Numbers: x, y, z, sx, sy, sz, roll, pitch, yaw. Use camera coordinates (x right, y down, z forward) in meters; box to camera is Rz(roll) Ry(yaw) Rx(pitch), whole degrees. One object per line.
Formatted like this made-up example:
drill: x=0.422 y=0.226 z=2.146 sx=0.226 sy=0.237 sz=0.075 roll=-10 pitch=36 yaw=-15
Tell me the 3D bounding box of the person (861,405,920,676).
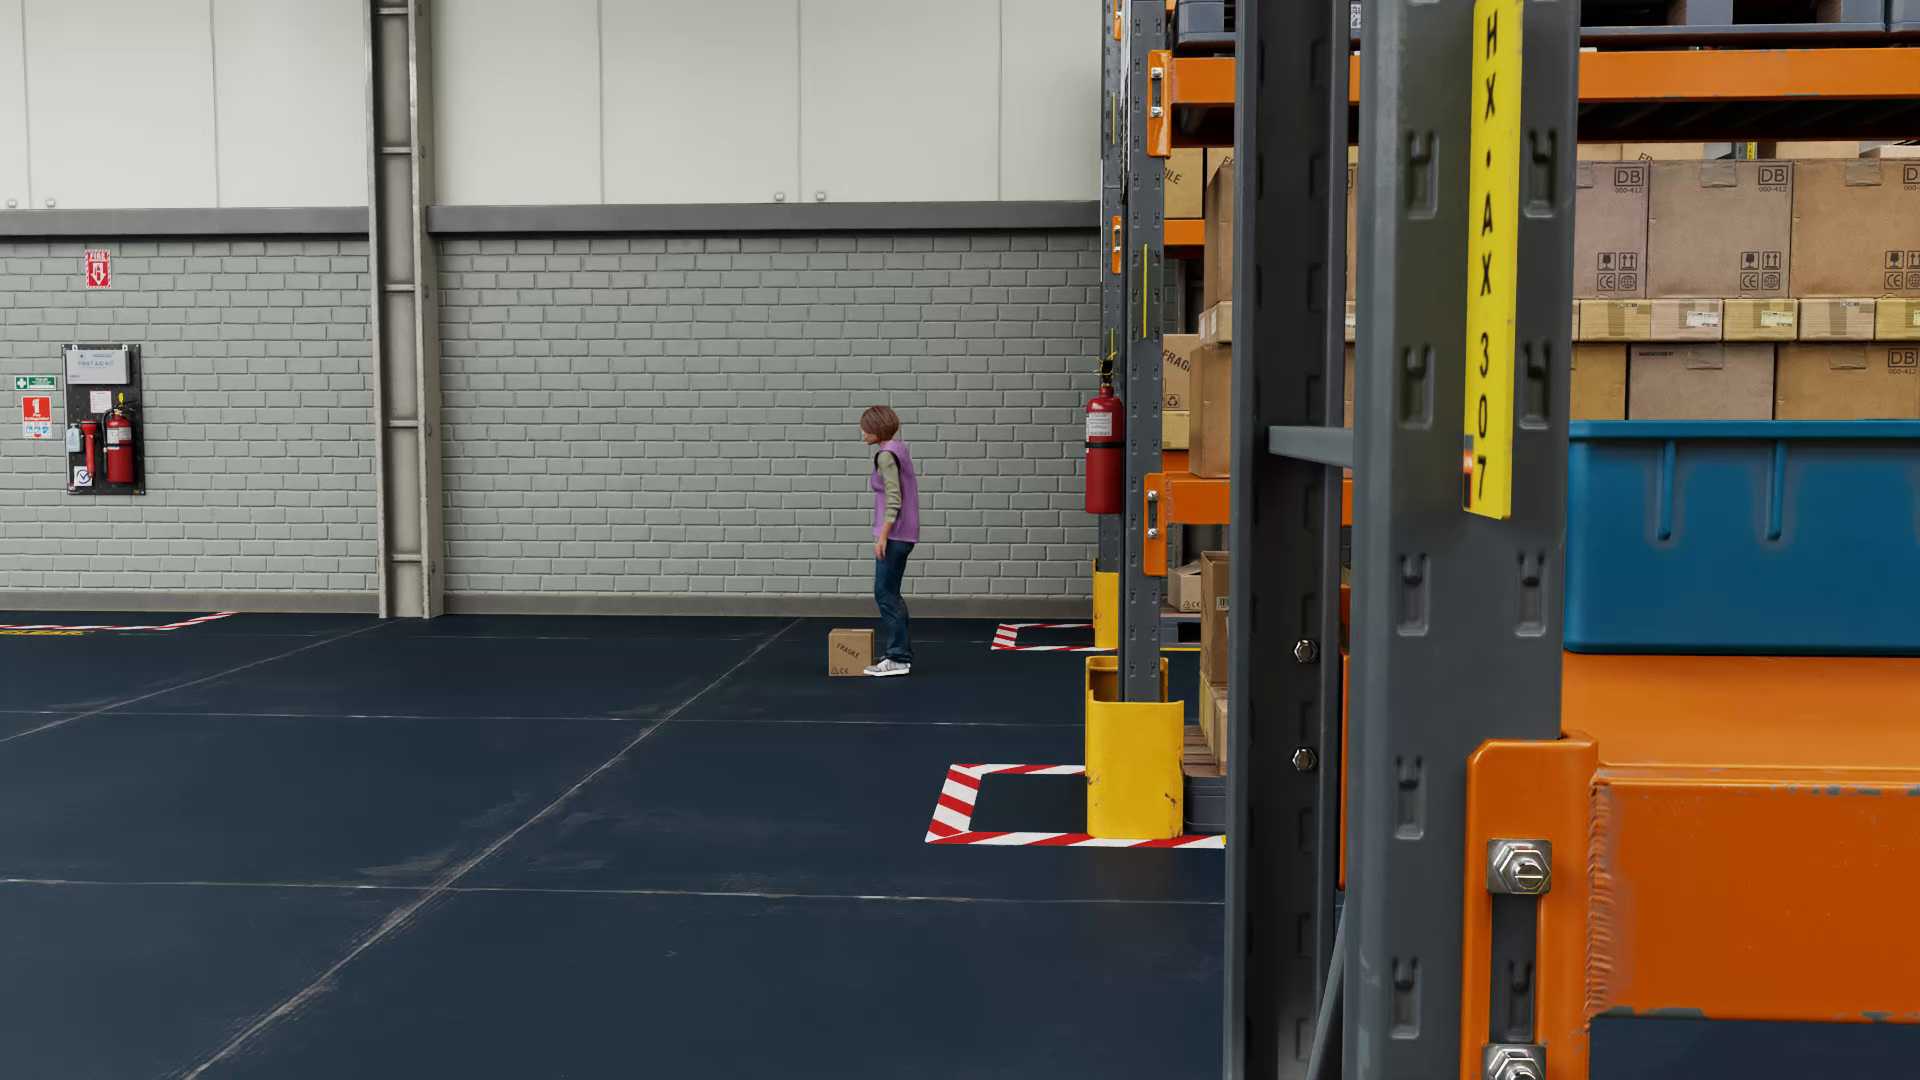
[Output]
person: x=-0.409 y=0.000 z=9.858 sx=0.347 sy=1.593 sz=0.465 roll=0 pitch=4 yaw=3
